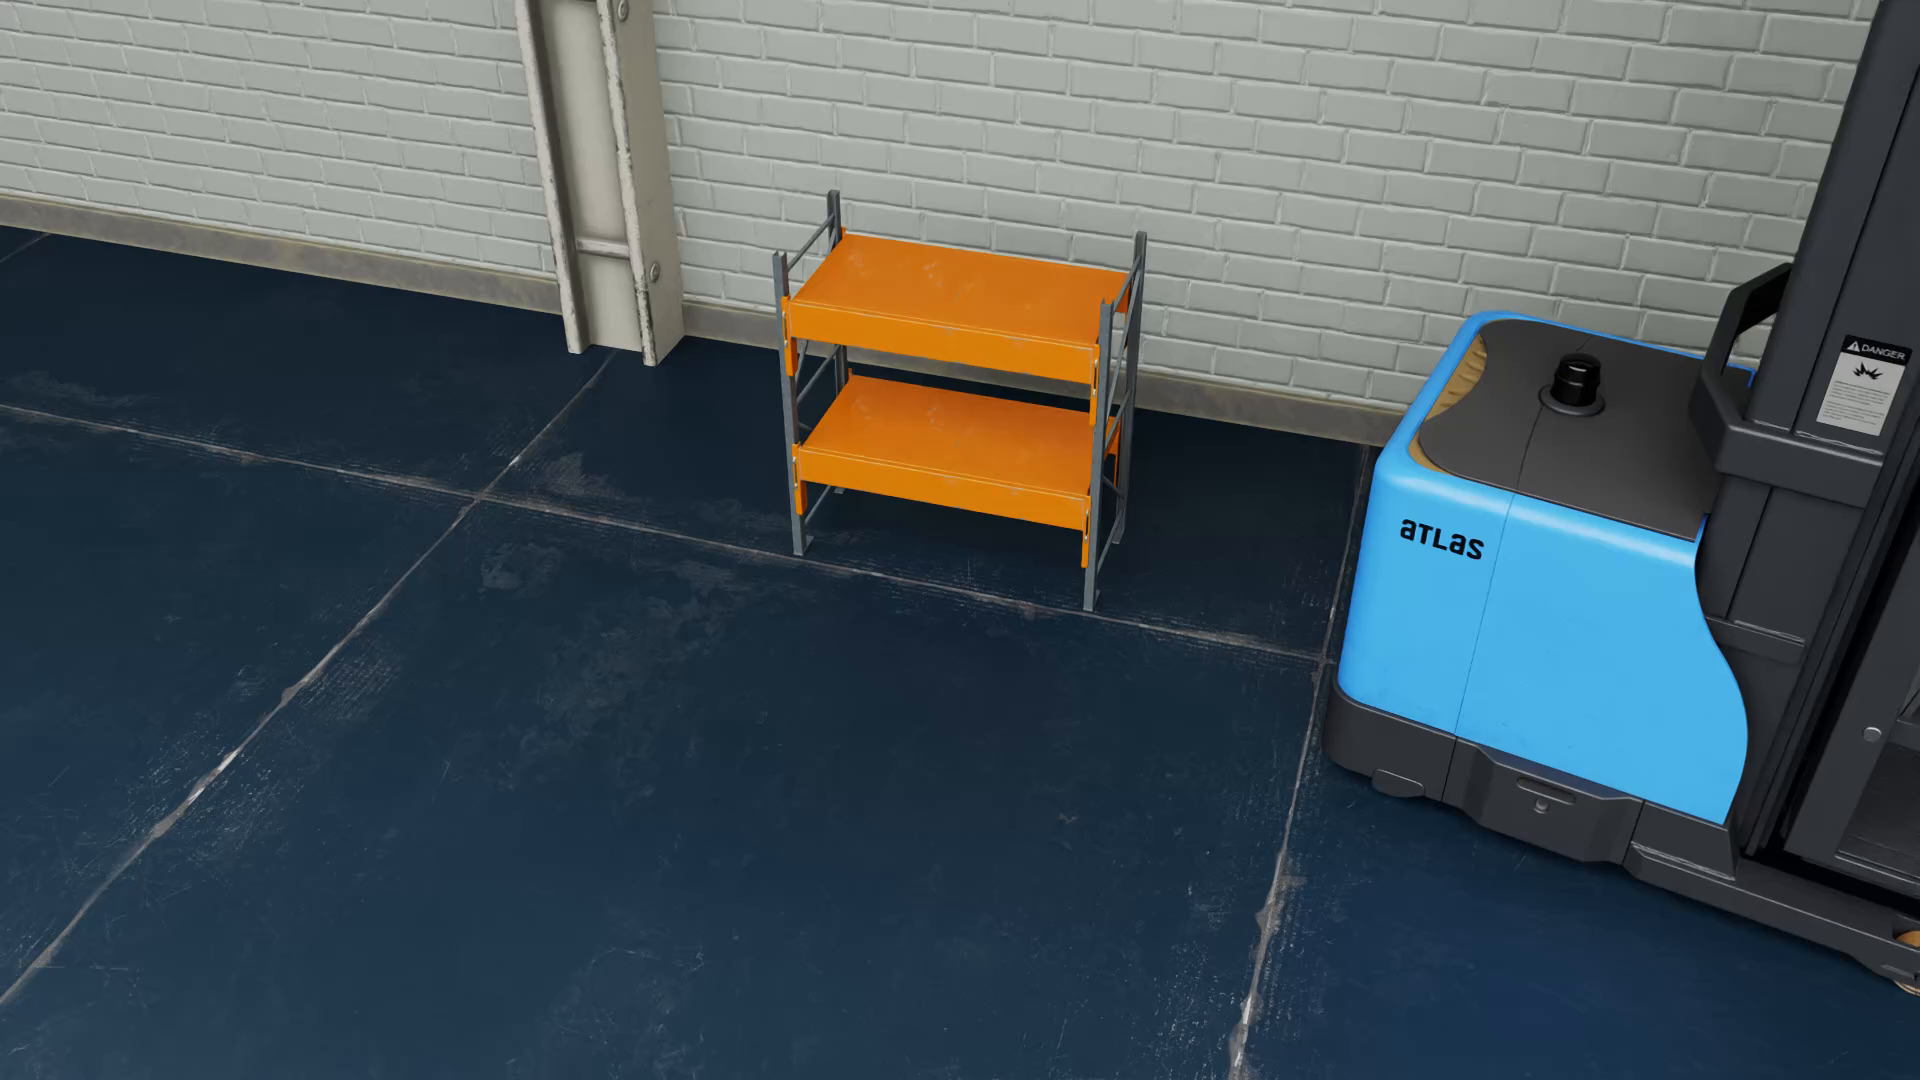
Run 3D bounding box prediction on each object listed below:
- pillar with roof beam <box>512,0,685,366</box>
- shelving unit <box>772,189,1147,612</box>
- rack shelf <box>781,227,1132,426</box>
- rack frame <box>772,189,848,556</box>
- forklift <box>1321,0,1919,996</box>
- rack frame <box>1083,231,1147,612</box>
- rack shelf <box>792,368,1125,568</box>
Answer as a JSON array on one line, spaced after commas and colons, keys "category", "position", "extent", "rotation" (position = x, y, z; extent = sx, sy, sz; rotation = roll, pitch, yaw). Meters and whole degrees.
[{"category": "pillar with roof beam", "position": [-2.652, -2.009, 0.889], "extent": [0.400, 9.000, 9.100], "rotation": [10, 38, 14]}, {"category": "shelving unit", "position": [0.006, -0.452, 5.415], "extent": [1.048, 1.125, 0.538], "rotation": [10, 38, 14]}, {"category": "rack shelf", "position": [0.006, -0.688, 5.241], "extent": [1.000, 0.278, 0.538], "rotation": [10, 38, 14]}, {"category": "rack frame", "position": [-0.479, -0.542, 5.537], "extent": [0.032, 1.125, 0.500], "rotation": [10, 38, 14]}, {"category": "forklift", "position": [2.588, -0.337, 3.735], "extent": [3.031, 2.935, 1.130], "rotation": [18, 40, 23]}, {"category": "rack frame", "position": [0.492, -0.362, 5.293], "extent": [0.032, 1.125, 0.500], "rotation": [10, 38, 14]}, {"category": "rack shelf", "position": [0.006, -0.255, 5.560], "extent": [1.000, 0.278, 0.538], "rotation": [10, 38, 14]}]
